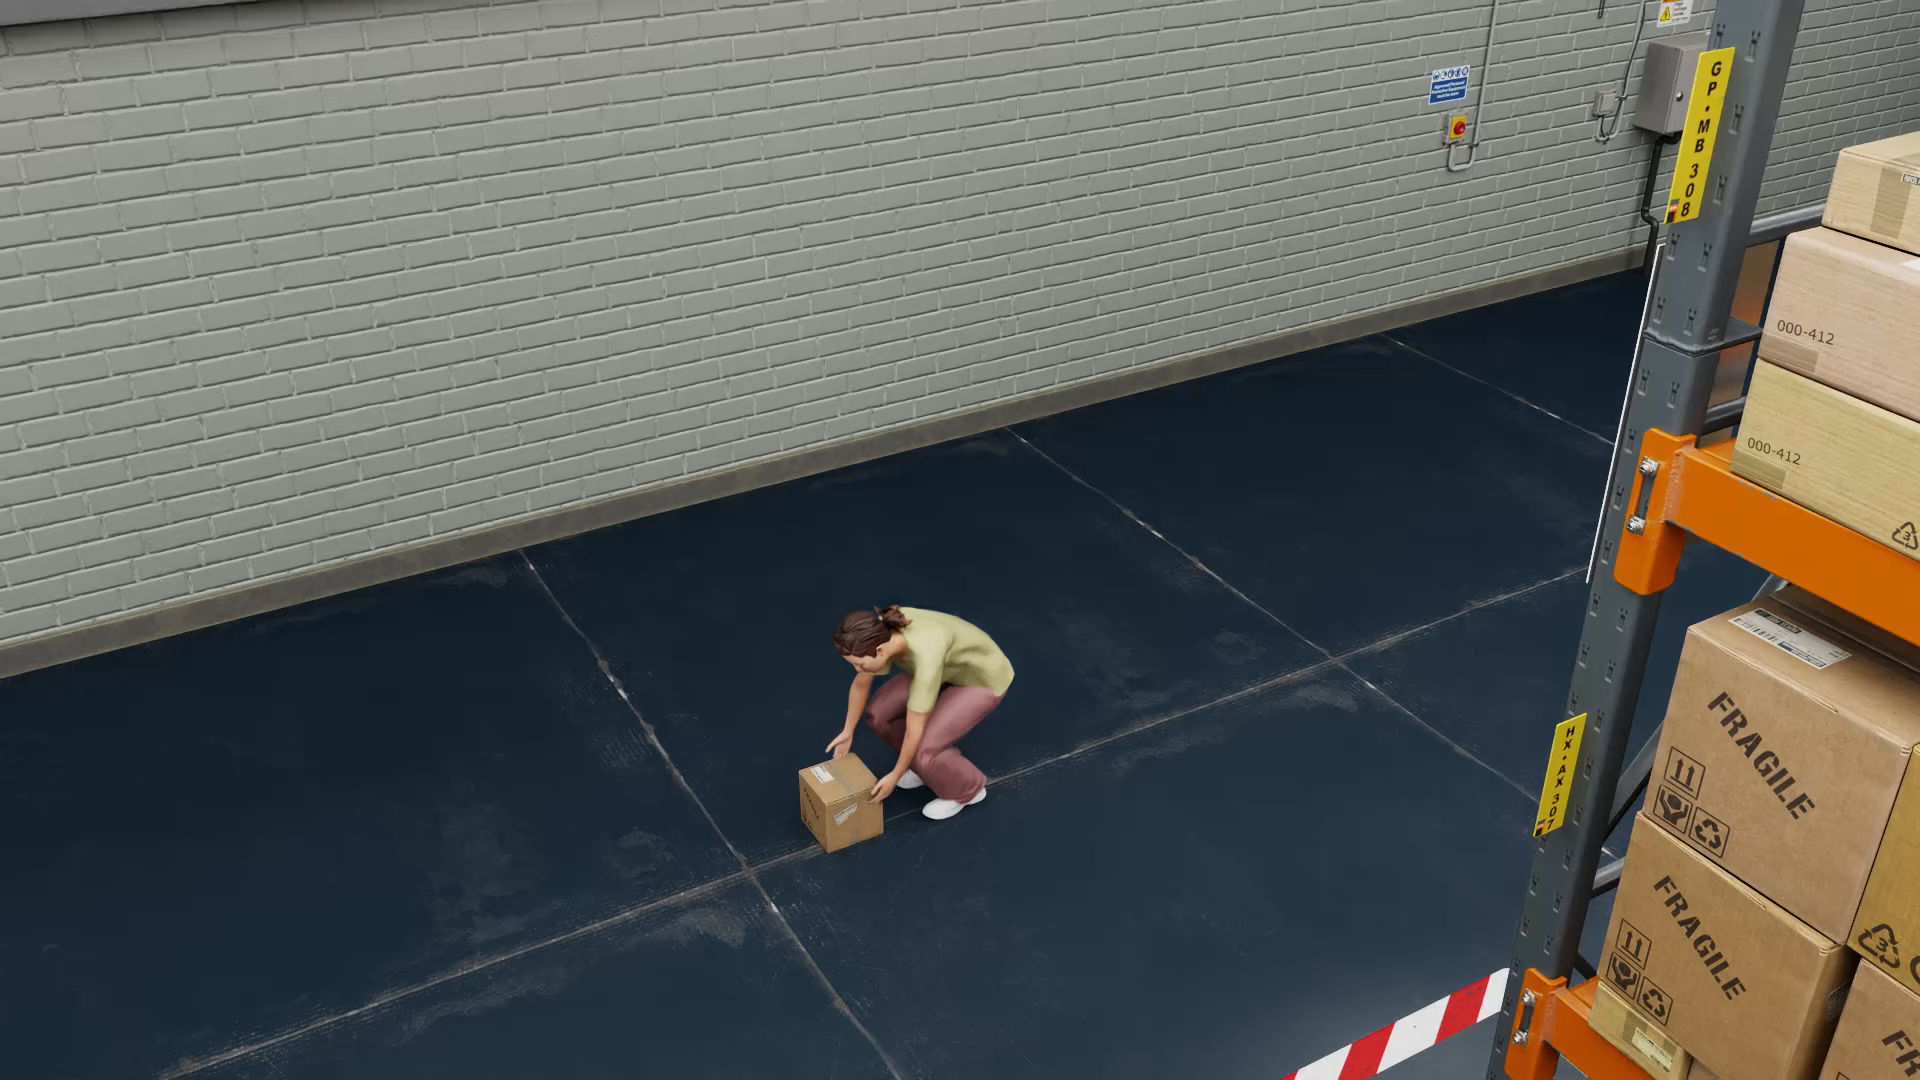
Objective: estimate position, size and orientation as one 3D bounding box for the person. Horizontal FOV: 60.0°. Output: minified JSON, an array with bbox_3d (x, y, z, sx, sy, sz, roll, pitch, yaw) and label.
[{"bbox_3d":[-0.145,0.645,6.643,0.777,1.023,0.496,-16,33,-26],"label":"person"}]
